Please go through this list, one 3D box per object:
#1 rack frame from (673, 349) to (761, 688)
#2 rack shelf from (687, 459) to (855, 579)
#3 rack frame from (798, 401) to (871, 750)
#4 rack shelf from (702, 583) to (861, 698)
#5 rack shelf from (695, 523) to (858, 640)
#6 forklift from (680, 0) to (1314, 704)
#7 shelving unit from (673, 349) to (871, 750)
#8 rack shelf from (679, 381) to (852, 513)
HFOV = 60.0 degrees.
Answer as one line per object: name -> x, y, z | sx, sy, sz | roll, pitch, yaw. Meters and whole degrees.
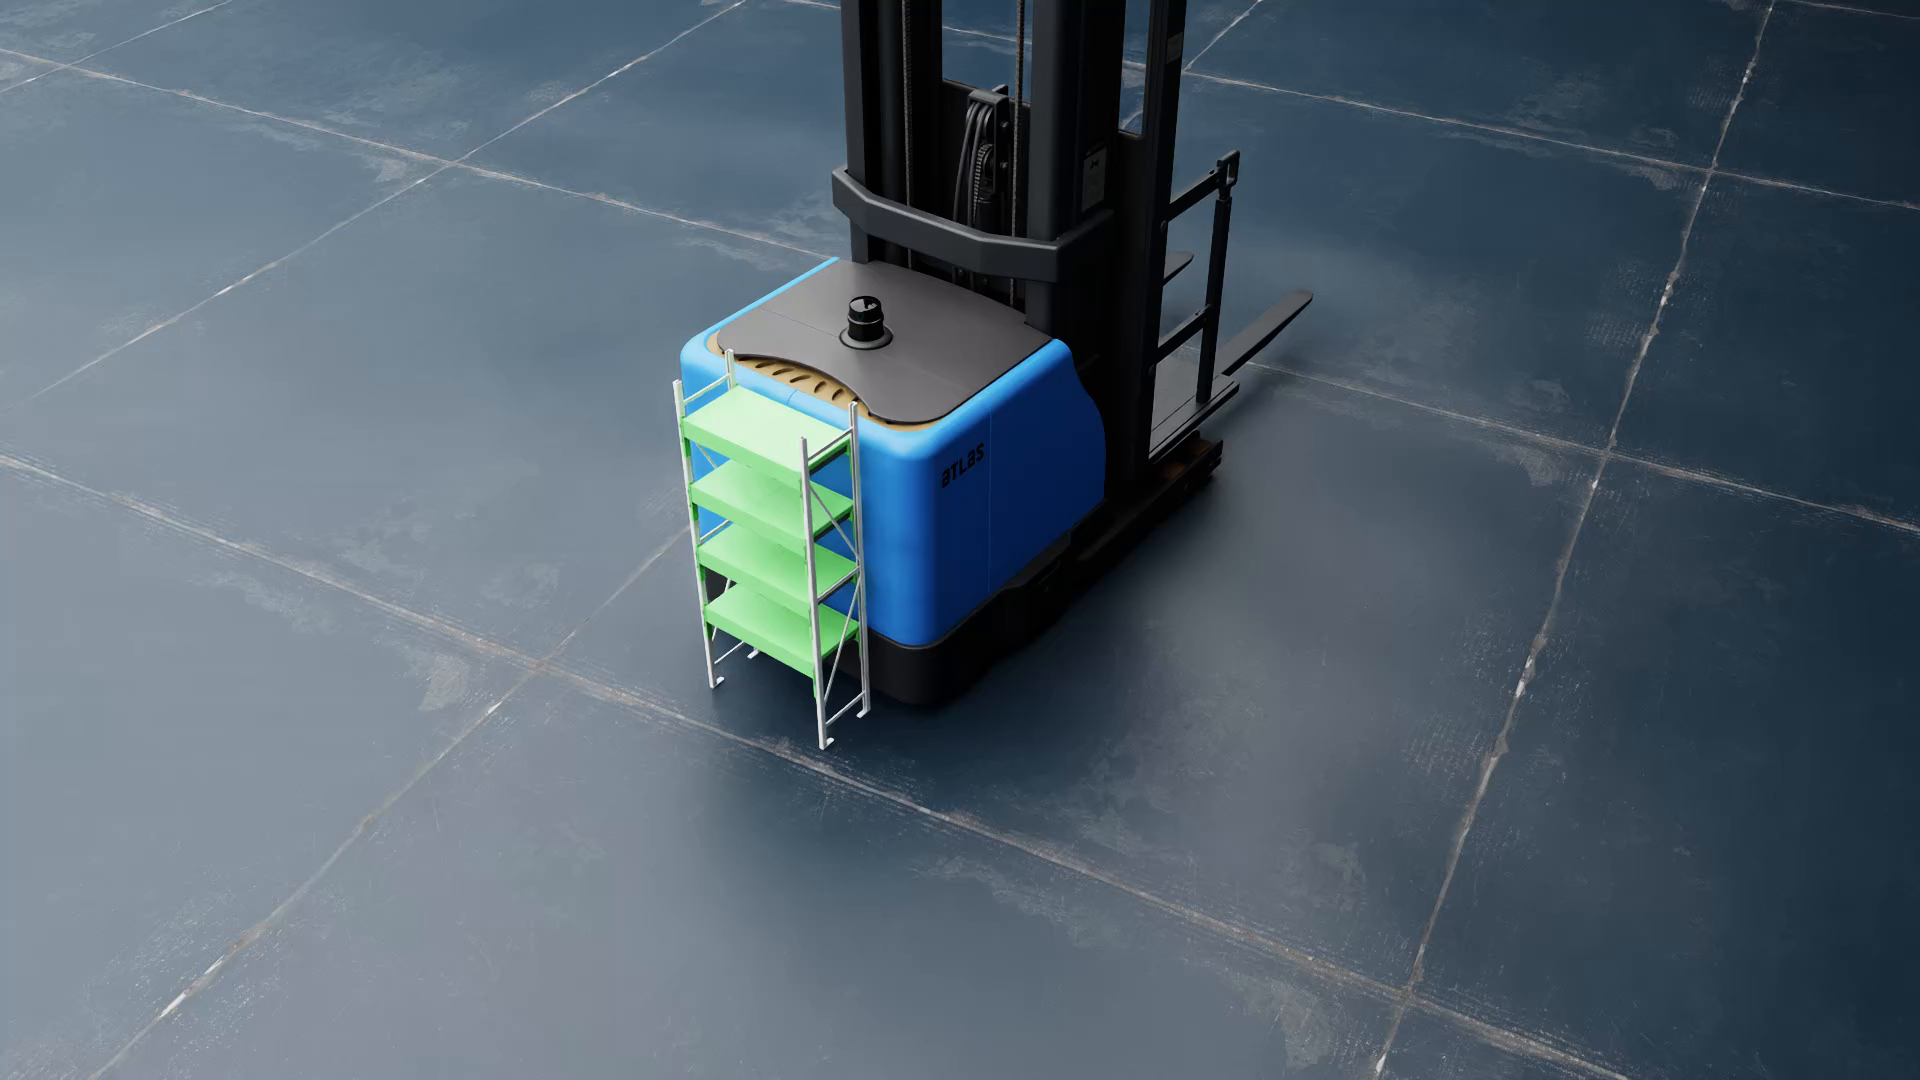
rack frame -> -0.763, -0.039, 5.309 | 0.015, 1.200, 0.240 | 25, 44, 29
rack shelf -> -0.569, -0.090, 5.085 | 0.480, 0.148, 0.258 | 25, 44, 29
rack frame -> -0.374, 0.139, 5.075 | 0.015, 1.200, 0.240 | 25, 44, 29
rack shelf -> -0.569, 0.292, 5.376 | 0.480, 0.148, 0.258 | 25, 44, 29
rack shelf -> -0.569, 0.101, 5.231 | 0.480, 0.148, 0.258 | 25, 44, 29
forklift -> 0.377, -1.469, 5.760 | 1.130, 2.935, 3.031 | 25, 44, 29
shelving unit -> -0.569, 0.050, 5.192 | 0.503, 1.200, 0.258 | 25, 44, 29
rack shelf -> -0.569, -0.282, 4.940 | 0.480, 0.148, 0.258 | 25, 44, 29
